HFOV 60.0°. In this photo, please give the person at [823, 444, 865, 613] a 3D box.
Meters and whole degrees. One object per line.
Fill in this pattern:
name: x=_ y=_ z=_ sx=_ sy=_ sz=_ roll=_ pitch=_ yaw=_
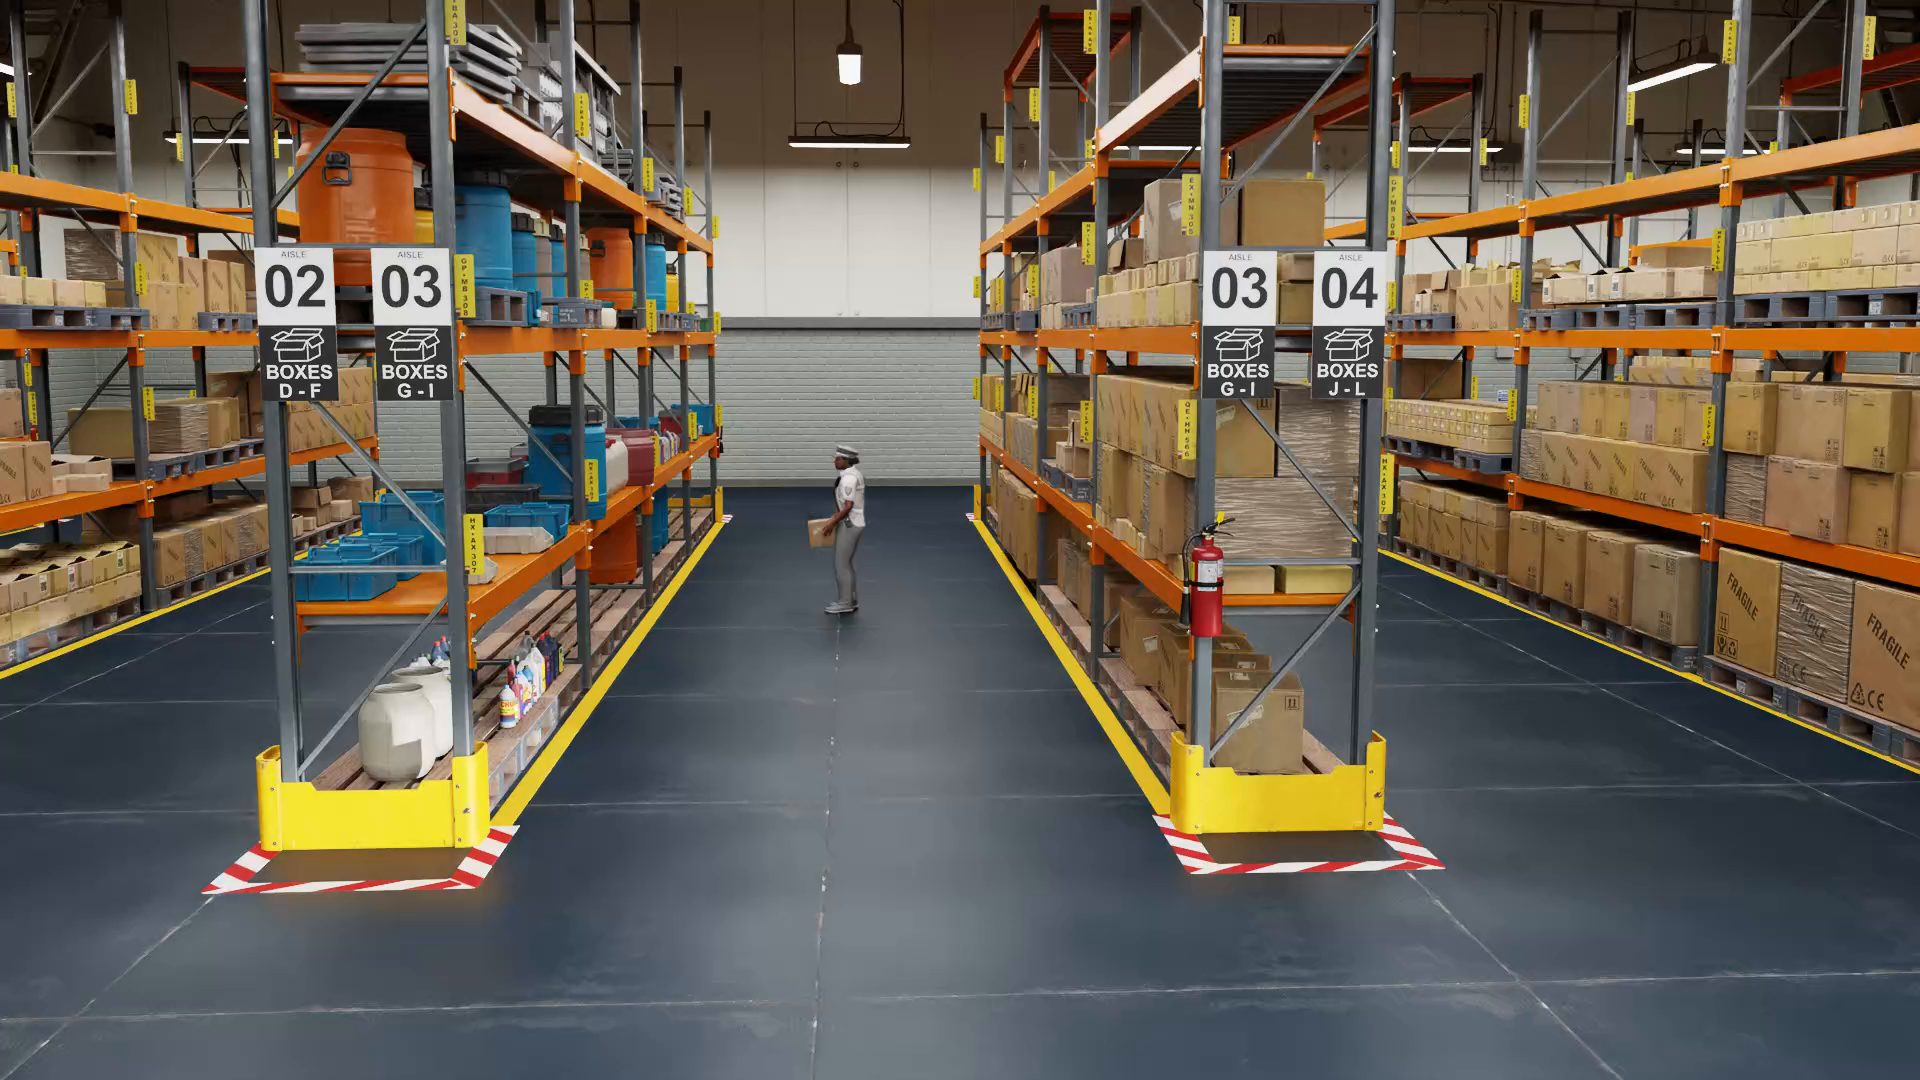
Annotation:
person: x=-1.162 y=-0.120 z=16.634 sx=0.428 sy=1.684 sz=0.479 roll=-1 pitch=7 yaw=-5
